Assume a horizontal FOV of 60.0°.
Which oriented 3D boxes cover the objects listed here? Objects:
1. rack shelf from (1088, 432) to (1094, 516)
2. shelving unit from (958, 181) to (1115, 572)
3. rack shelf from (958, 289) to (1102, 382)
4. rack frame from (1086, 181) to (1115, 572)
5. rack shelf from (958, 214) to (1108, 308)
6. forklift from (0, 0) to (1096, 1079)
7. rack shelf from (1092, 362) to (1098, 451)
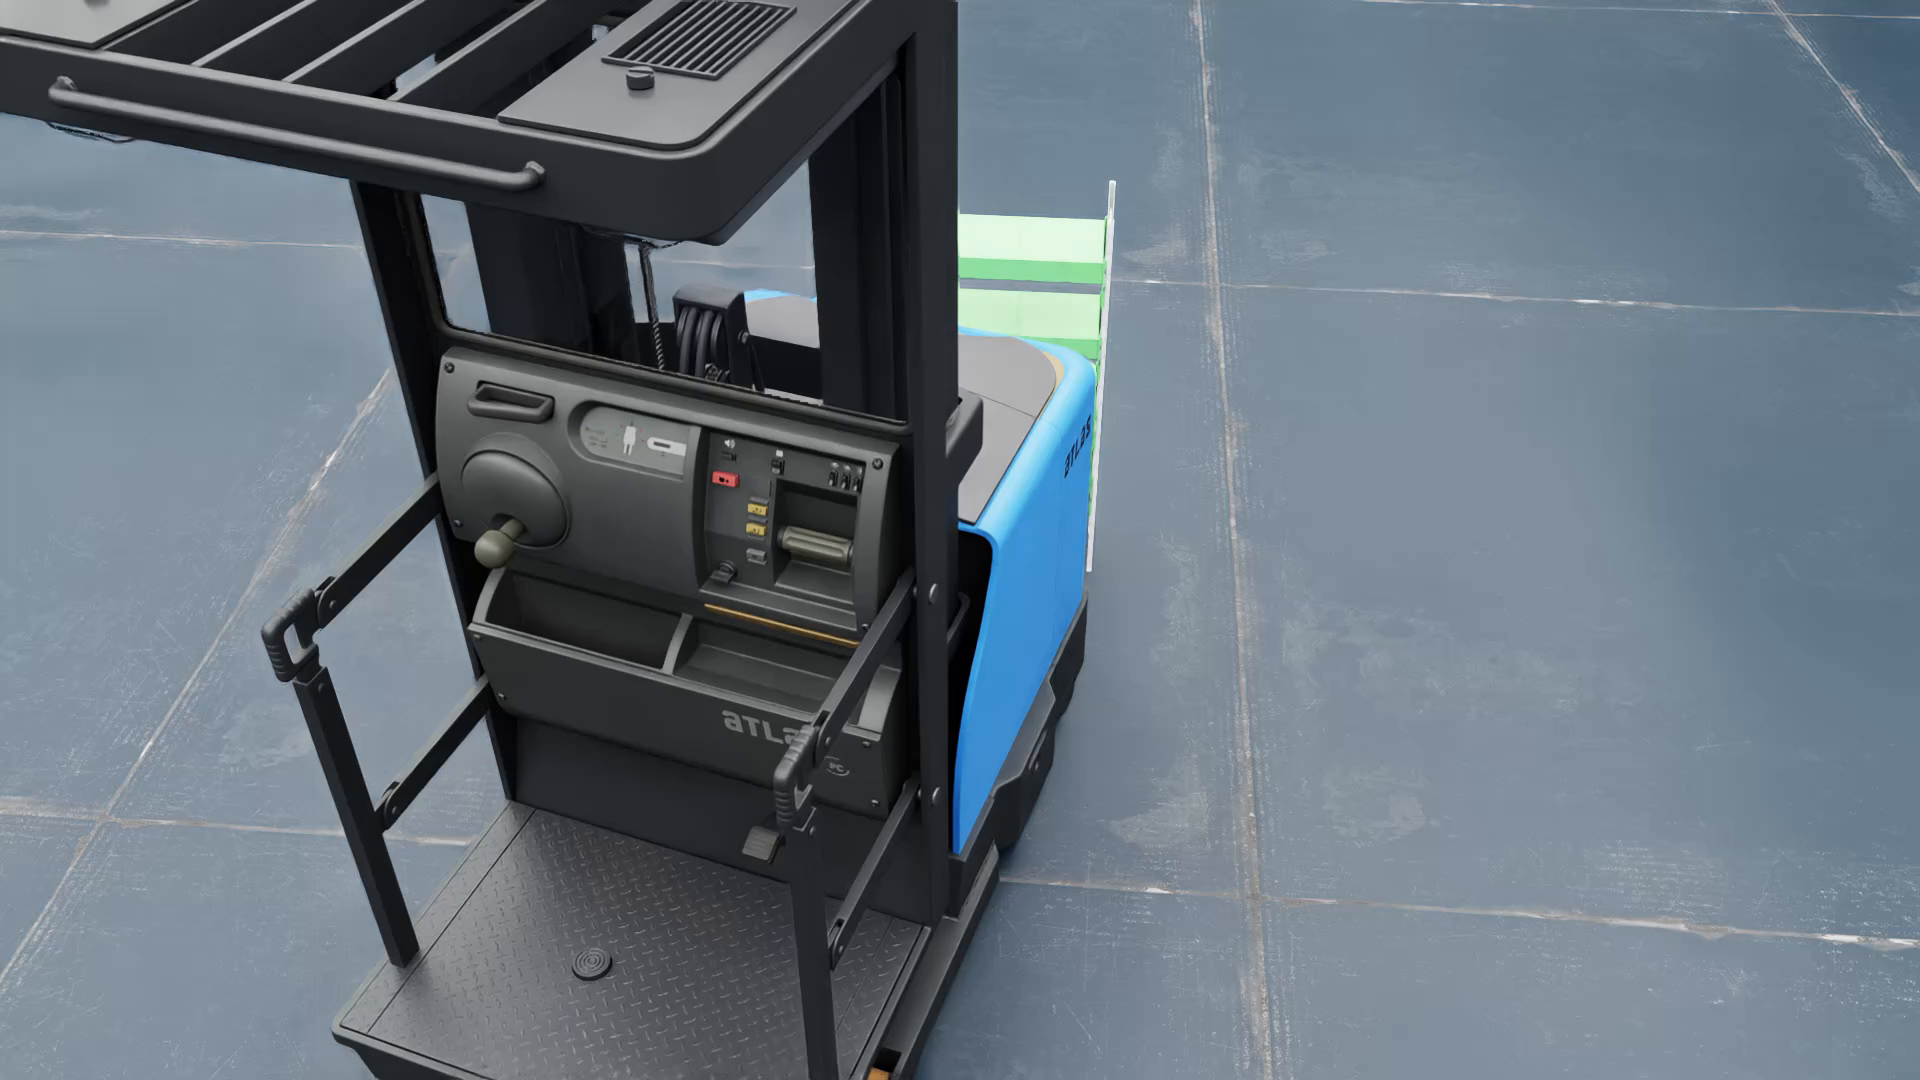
[{"bbox_3d":[0.165,-0.221,5.052,0.480,0.148,0.258,3,39,4],"label":"rack shelf"},{"bbox_3d":[0.165,-0.456,4.860,0.503,1.200,0.258,3,39,4],"label":"shelving unit"},{"bbox_3d":[0.165,-0.593,4.749,0.480,0.148,0.258,3,39,4],"label":"rack shelf"},{"bbox_3d":[0.408,-0.443,4.844,0.015,1.200,0.240,3,39,4],"label":"rack frame"},{"bbox_3d":[0.165,-0.779,4.597,0.480,0.148,0.258,3,39,4],"label":"rack shelf"},{"bbox_3d":[-0.638,-0.009,2.939,1.130,2.935,3.031,13,41,16],"label":"forklift"},{"bbox_3d":[0.165,-0.407,4.900,0.480,0.148,0.258,3,39,4],"label":"rack shelf"}]
